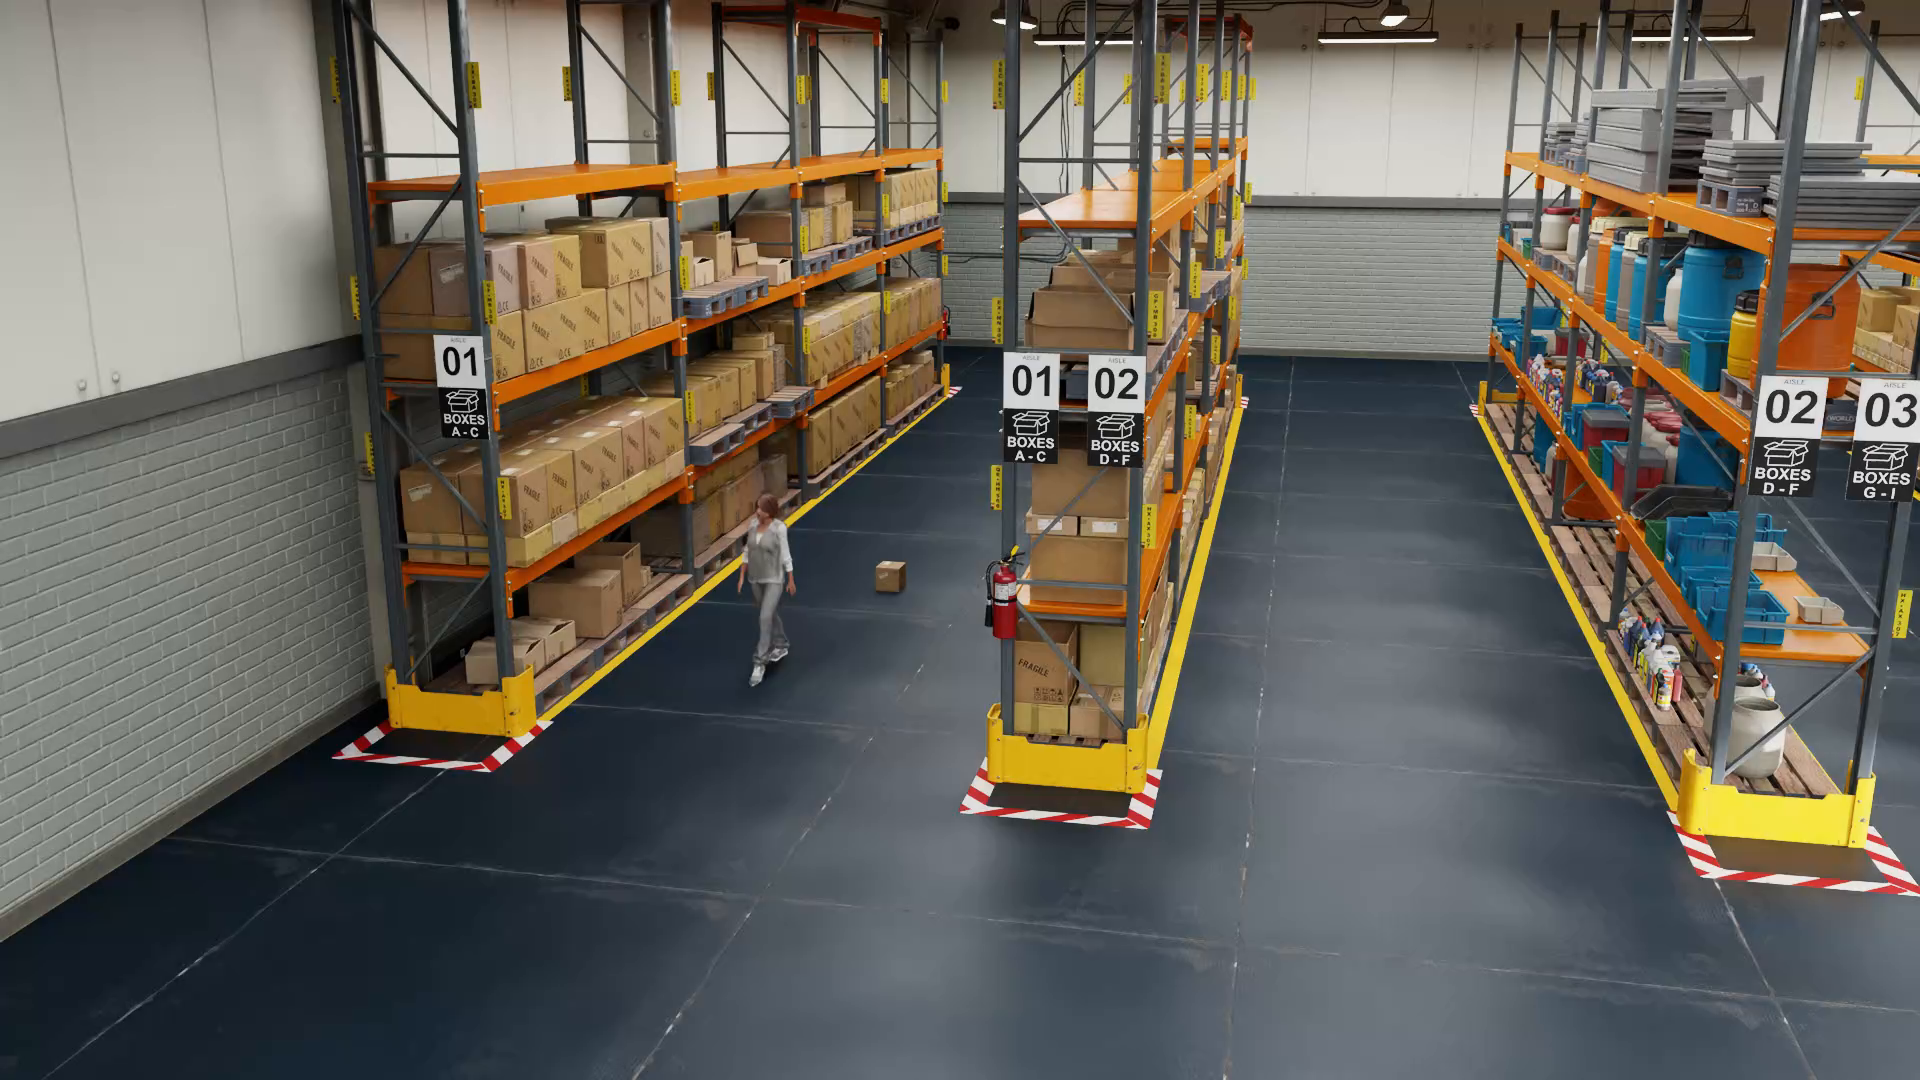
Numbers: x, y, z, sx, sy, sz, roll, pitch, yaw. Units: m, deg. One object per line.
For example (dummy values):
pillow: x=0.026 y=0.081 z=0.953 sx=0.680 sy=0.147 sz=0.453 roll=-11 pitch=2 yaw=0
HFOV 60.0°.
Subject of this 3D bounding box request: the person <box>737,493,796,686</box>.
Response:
person: x=-1.732 y=0.392 z=14.582 sx=0.449 sy=1.597 sz=0.755 roll=9 pitch=17 yaw=31
